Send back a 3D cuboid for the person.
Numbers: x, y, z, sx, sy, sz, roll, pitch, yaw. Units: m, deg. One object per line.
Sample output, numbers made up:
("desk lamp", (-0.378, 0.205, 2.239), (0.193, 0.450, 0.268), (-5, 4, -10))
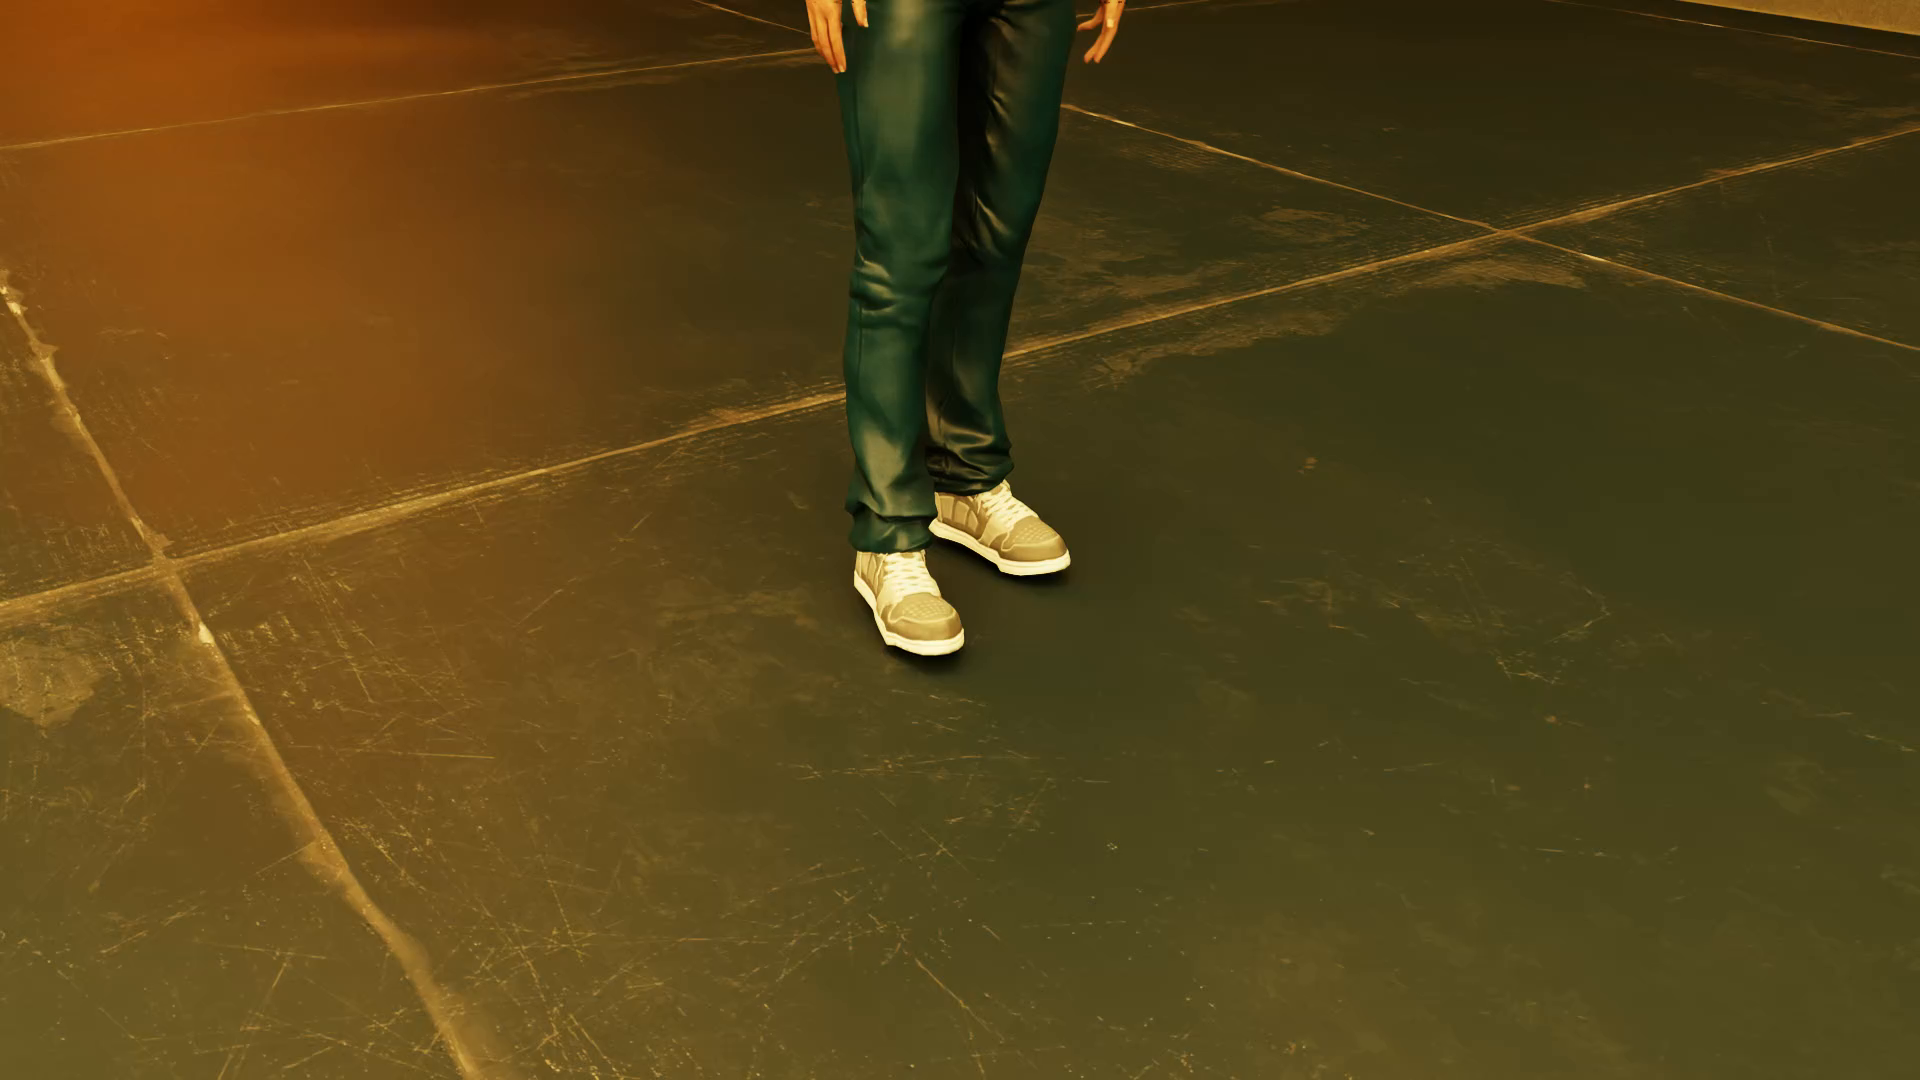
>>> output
("person", (0.031, -0.690, 2.076), (0.520, 1.599, 0.473), (-17, 31, -31))
